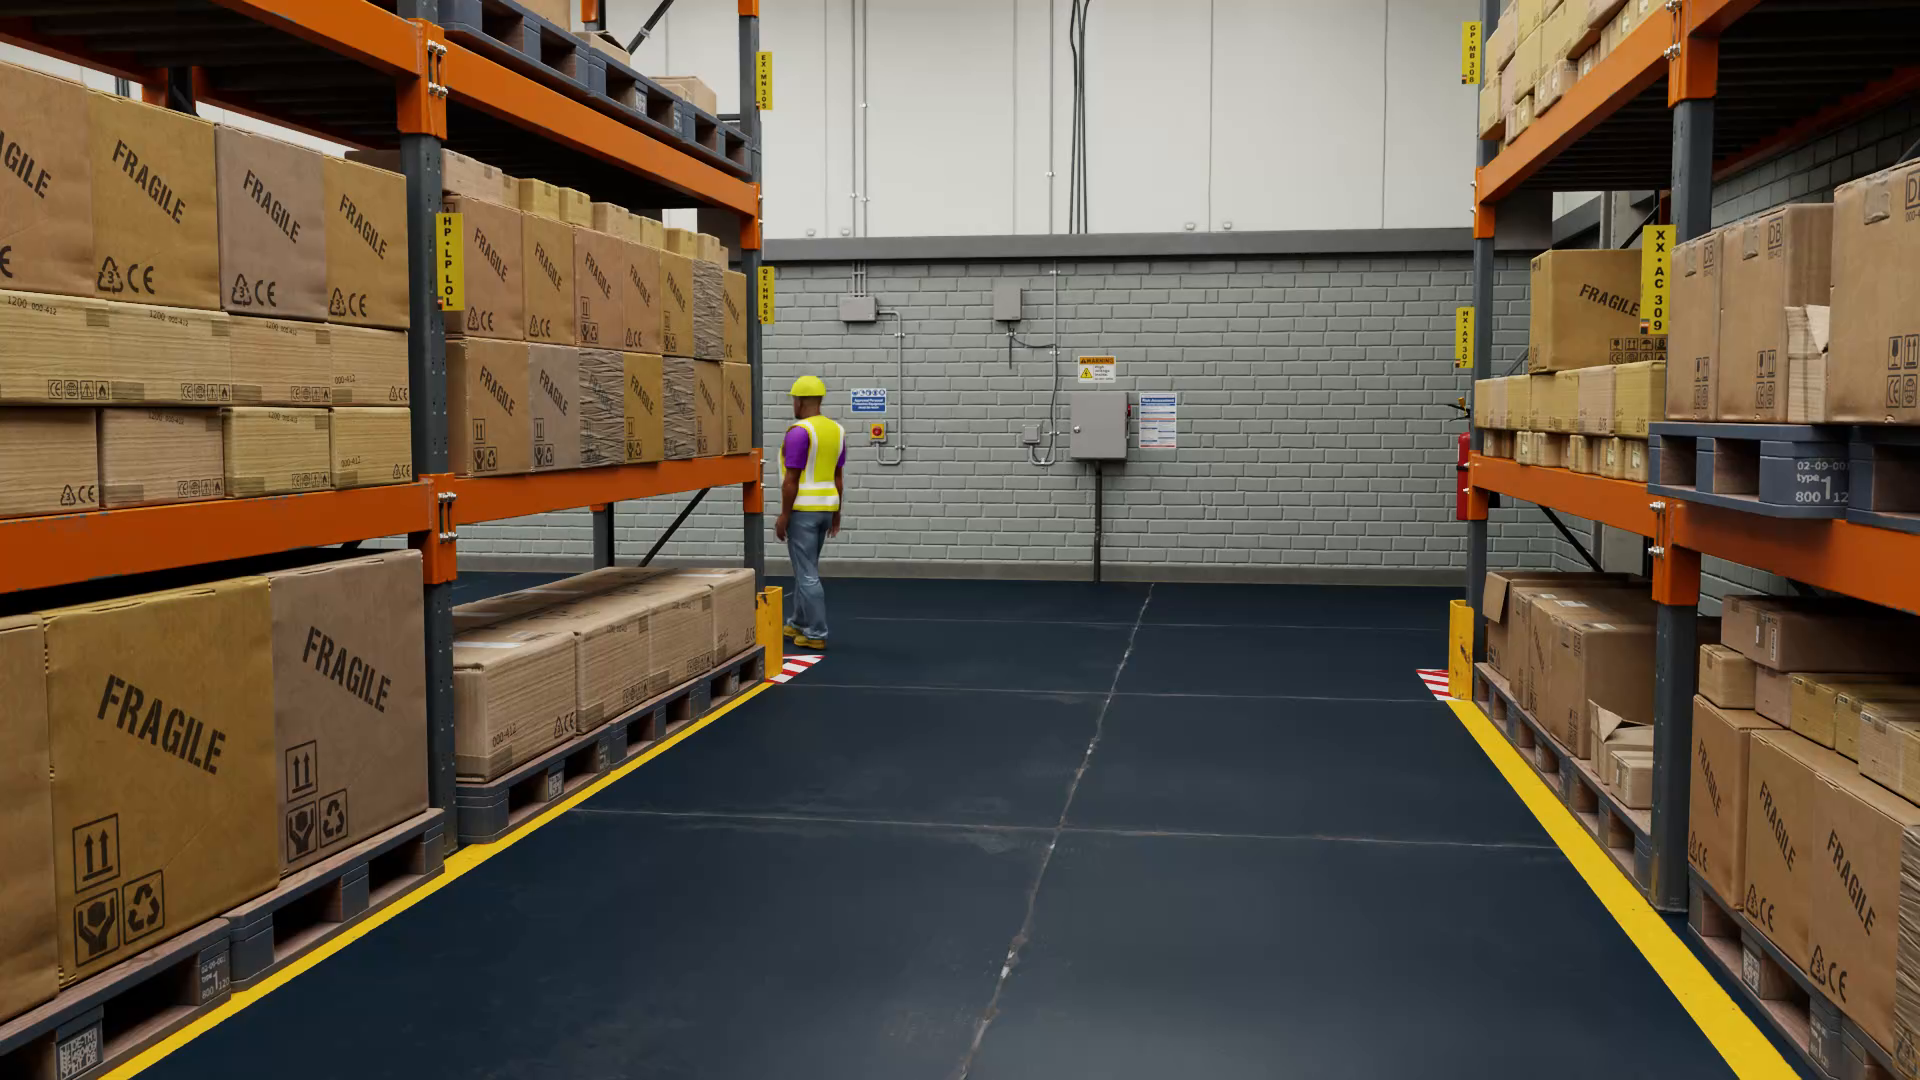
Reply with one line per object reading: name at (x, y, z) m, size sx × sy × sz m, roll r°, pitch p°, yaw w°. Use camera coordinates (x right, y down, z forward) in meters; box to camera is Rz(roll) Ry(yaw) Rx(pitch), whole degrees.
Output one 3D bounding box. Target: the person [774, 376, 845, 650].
person at (-1.097, -0.188, 10.874) m, size 0.634 × 1.762 × 0.572 m, roll 3°, pitch 5°, yaw 30°
